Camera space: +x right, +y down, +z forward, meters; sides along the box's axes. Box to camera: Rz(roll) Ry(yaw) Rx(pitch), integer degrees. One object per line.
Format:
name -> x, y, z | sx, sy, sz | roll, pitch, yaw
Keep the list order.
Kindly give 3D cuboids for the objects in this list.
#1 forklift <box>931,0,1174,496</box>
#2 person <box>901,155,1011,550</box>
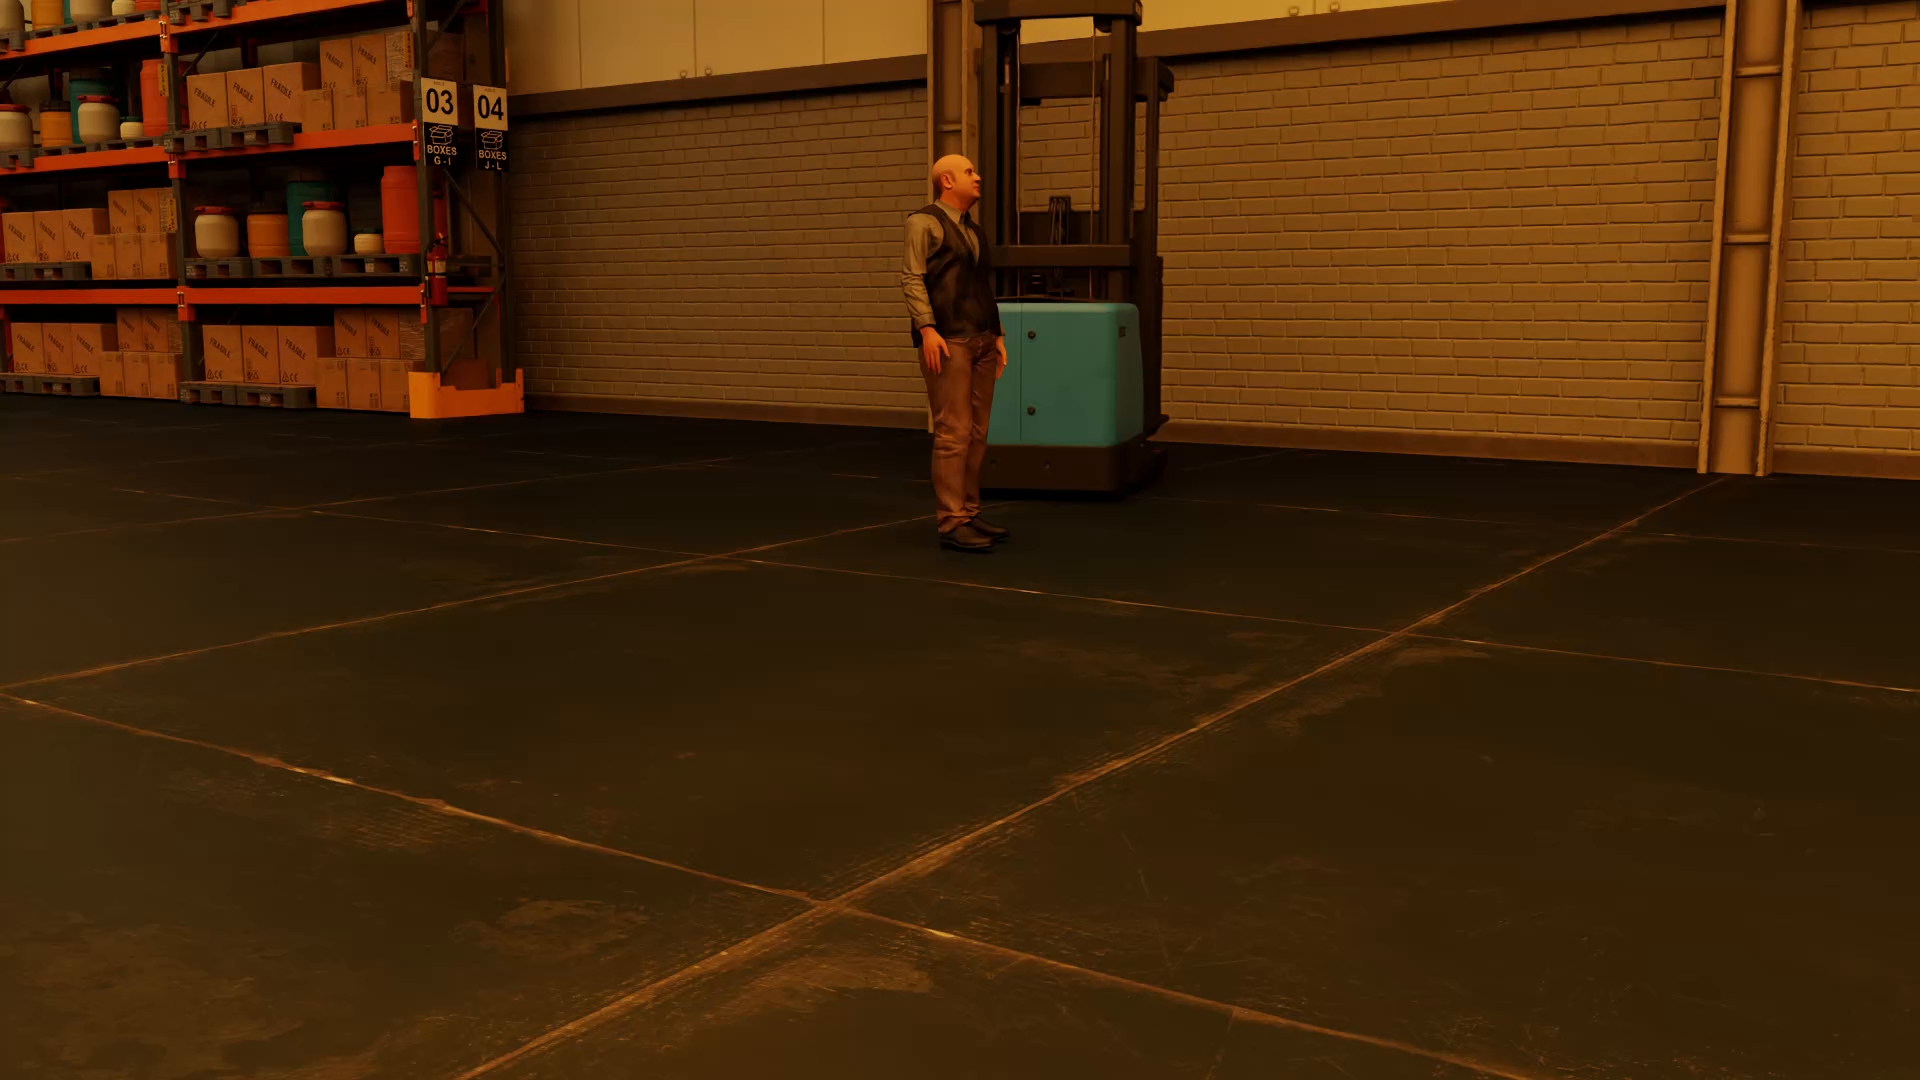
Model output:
forklift -> 0.710, -1.862, 10.287 | 1.130, 2.935, 3.031 | 2, 8, 15
person -> 0.047, -0.853, 7.440 | 0.568, 1.720, 0.632 | 5, 10, 34
